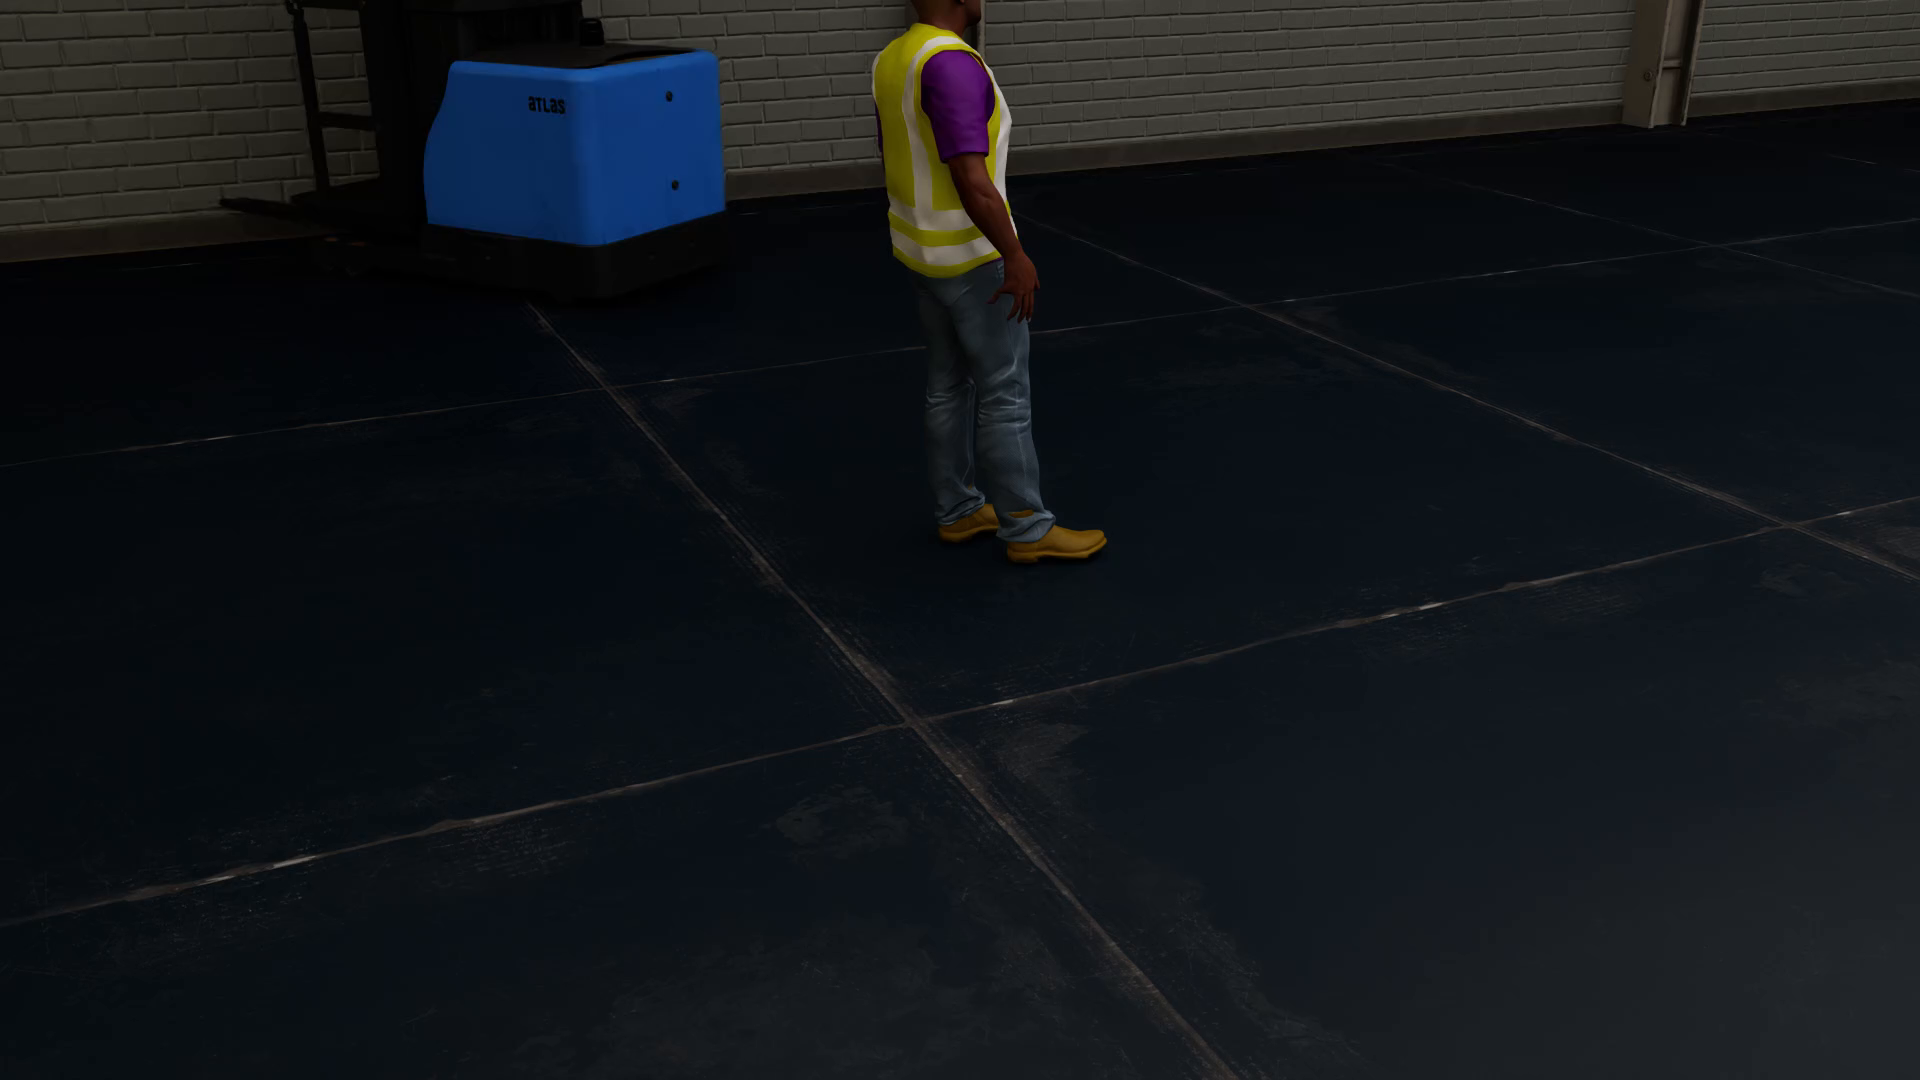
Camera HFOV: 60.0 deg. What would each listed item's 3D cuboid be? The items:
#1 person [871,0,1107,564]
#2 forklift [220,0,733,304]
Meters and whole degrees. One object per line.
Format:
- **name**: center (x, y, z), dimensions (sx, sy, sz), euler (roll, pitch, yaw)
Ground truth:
- **person**: center (0.065, -0.831, 4.787), dimensions (0.577, 1.765, 0.665), euler (-10, 25, -23)
- **forklift**: center (-2.675, -2.833, 8.105), dimensions (3.031, 2.935, 1.130), euler (12, 26, 27)
